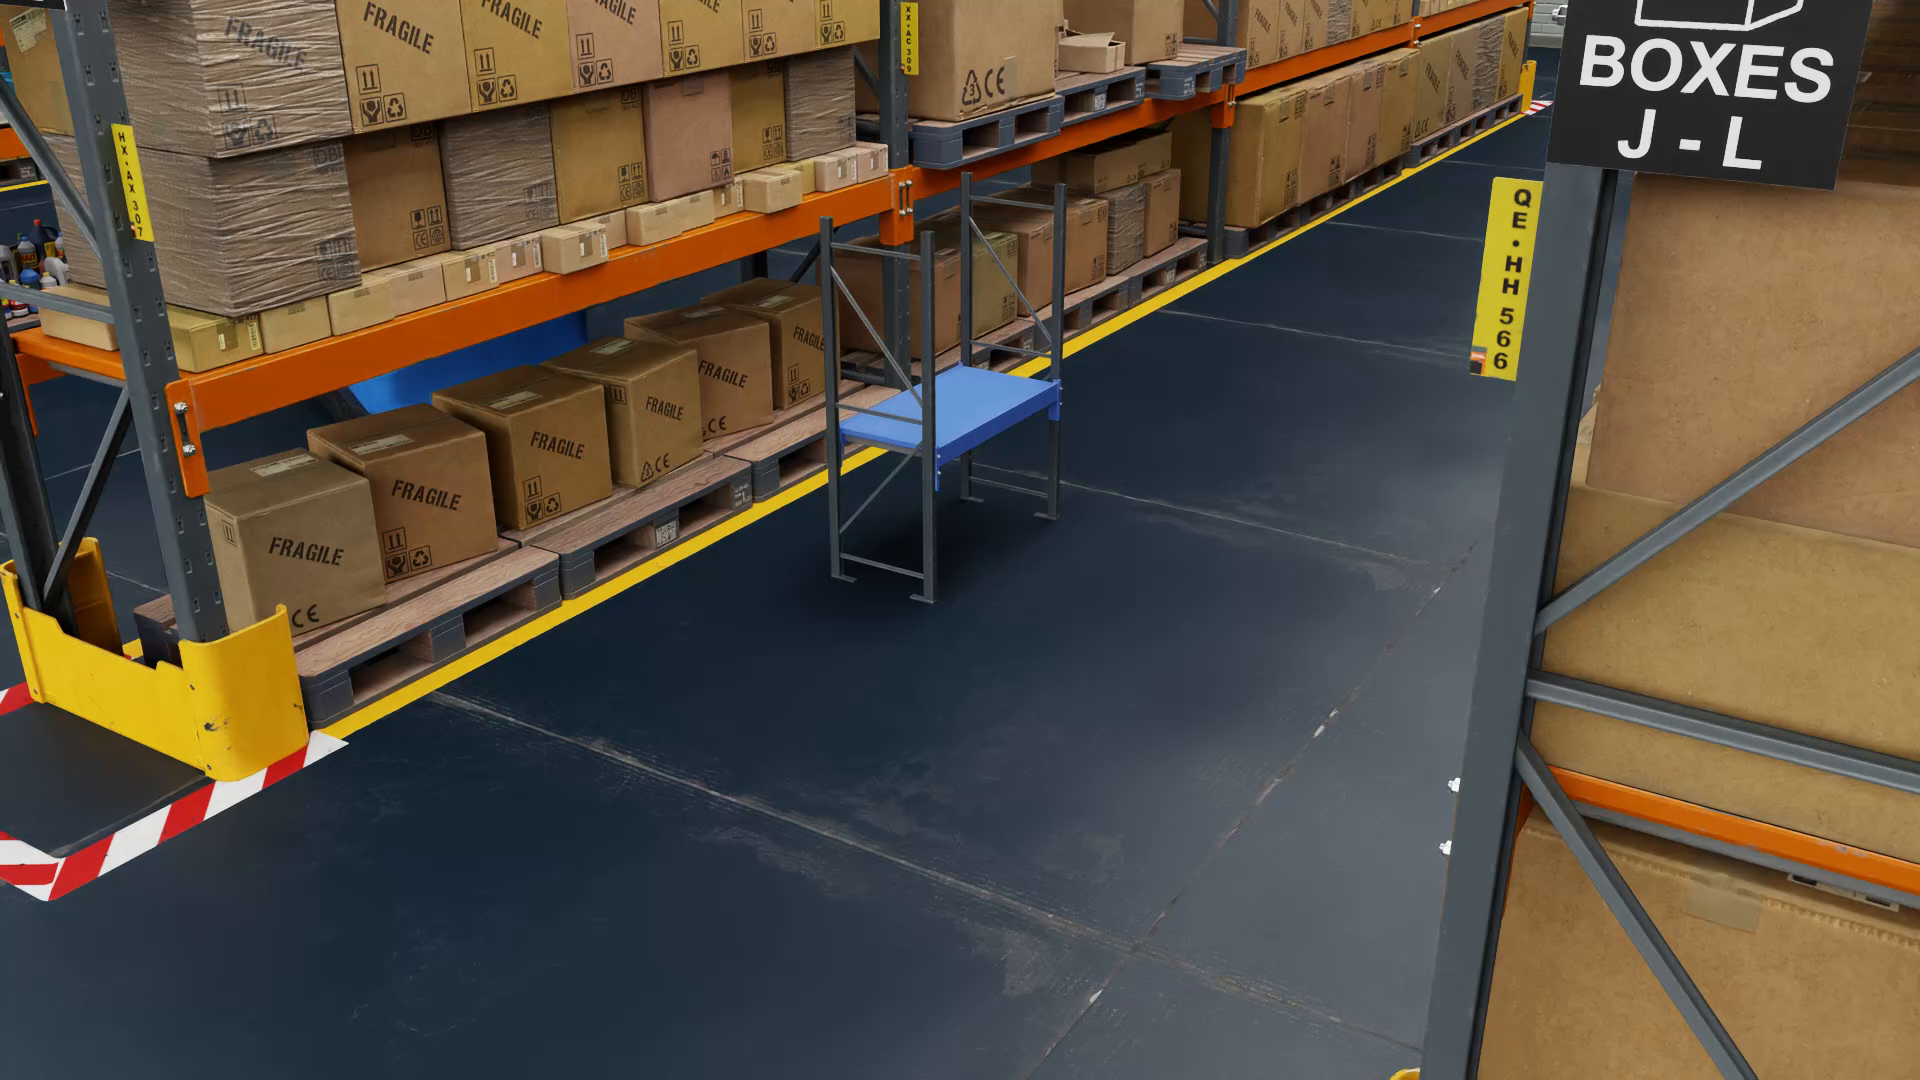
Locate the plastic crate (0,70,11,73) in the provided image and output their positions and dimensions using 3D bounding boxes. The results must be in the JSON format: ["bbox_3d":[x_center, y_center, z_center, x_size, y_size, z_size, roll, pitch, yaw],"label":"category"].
[{"bbox_3d":[-5.870,-2.624,9.802,0.450,0.188,0.662,14,27,29],"label":"plastic crate"}]

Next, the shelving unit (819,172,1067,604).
[{"bbox_3d":[-0.045,-0.659,6.886,0.538,1.500,1.048,14,27,29],"label":"shelving unit"}]

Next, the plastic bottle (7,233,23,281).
[{"bbox_3d":[-5.915,-1.779,10.449,0.061,0.283,0.133,15,28,31],"label":"plastic bottle"}]

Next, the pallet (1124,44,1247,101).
[{"bbox_3d":[1.118,-3.081,10.833,1.213,0.211,1.003,14,27,29],"label":"pallet"}]

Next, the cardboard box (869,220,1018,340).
[{"bbox_3d":[-0.097,-1.496,9.524,0.700,0.500,0.500,14,27,29],"label":"cardboard box"}]

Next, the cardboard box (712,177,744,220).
[{"bbox_3d":[-1.174,-1.514,7.287,0.380,0.149,0.250,14,27,29],"label":"cardboard box"}]

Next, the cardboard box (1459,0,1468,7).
[{"bbox_3d":[4.501,-5.050,15.456,0.380,0.149,0.250,13,27,28],"label":"cardboard box"}]

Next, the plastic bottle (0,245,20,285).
[{"bbox_3d":[-5.877,-1.657,10.176,0.152,0.276,0.135,14,27,29],"label":"plastic bottle"}]

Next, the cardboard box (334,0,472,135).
[{"bbox_3d":[-2.025,-1.669,5.571,0.500,0.500,0.500,14,27,29],"label":"cardboard box"}]

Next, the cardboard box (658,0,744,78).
[{"bbox_3d":[-1.237,-2.176,6.742,0.500,0.500,0.500,14,27,29],"label":"cardboard box"}]

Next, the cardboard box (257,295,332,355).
[{"bbox_3d":[-2.315,-0.743,5.507,0.380,0.149,0.250,14,27,29],"label":"cardboard box"}]

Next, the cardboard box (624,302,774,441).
[{"bbox_3d":[-1.247,-0.806,7.954,0.500,0.500,0.500,-18,29,-36],"label":"cardboard box"}]

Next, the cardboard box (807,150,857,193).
[{"bbox_3d":[-0.710,-1.750,7.833,0.380,0.149,0.250,14,27,29],"label":"cardboard box"}]

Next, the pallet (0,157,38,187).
[{"bbox_3d":[-8.765,-3.136,14.229,1.003,0.211,1.213,14,27,29],"label":"pallet"}]

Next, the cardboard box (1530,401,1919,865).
[{"bbox_3d":[1.501,0.138,2.967,0.875,0.550,0.550,14,27,29],"label":"cardboard box"}]

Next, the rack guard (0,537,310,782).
[{"bbox_3d":[-2.776,0.390,5.721,1.175,0.500,0.348,14,27,29],"label":"rack guard"}]

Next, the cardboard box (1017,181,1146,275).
[{"bbox_3d":[0.785,-2.067,10.841,0.700,0.500,0.500,11,26,25],"label":"cardboard box"}]

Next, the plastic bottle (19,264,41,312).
[{"bbox_3d":[-5.463,-1.484,9.783,0.097,0.271,0.097,0,23,0],"label":"plastic bottle"}]

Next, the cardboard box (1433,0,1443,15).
[{"bbox_3d":[4.091,-4.786,14.845,0.380,0.149,0.250,13,27,27],"label":"cardboard box"}]

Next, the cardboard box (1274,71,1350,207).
[{"bbox_3d":[2.262,-3.177,12.960,1.225,0.875,0.875,14,27,29],"label":"cardboard box"}]

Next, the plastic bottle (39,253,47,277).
[{"bbox_3d":[-5.461,-1.592,10.017,0.061,0.283,0.133,14,27,29],"label":"plastic bottle"}]

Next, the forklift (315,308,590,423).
[{"bbox_3d":[-2.947,-2.165,8.562,1.130,2.935,3.031,-13,27,-28],"label":"forklift"}]

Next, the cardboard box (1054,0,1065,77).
[{"bbox_3d":[0.129,-2.926,9.576,0.797,0.503,0.637,17,29,34],"label":"cardboard box"}]

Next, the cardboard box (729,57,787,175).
[{"bbox_3d":[-1.290,-1.964,7.511,0.875,0.500,0.500,14,27,29],"label":"cardboard box"}]

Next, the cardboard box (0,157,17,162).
[{"bbox_3d":[-8.426,-3.347,14.137,0.500,0.250,0.500,15,27,30],"label":"cardboard box"}]

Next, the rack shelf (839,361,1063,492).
[{"bbox_3d":[-0.045,-0.494,6.957,0.538,0.185,1.000,14,27,29],"label":"rack shelf"}]

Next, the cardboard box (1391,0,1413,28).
[{"bbox_3d":[3.499,-4.613,14.004,0.500,0.500,0.500,14,27,29],"label":"cardboard box"}]

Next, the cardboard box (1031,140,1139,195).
[{"bbox_3d":[0.804,-2.417,10.707,0.500,0.250,0.500,17,29,35],"label":"cardboard box"}]

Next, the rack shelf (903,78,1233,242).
[{"bbox_3d":[0.349,-2.427,9.986,1.077,0.370,4.000,14,27,29],"label":"rack shelf"}]

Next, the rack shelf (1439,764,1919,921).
[{"bbox_3d":[2.399,-0.003,4.387,1.077,0.370,4.000,14,27,29],"label":"rack shelf"}]

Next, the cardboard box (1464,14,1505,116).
[{"bbox_3d":[4.874,-4.810,16.731,0.875,0.875,0.875,14,27,29],"label":"cardboard box"}]

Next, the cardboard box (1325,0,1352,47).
[{"bbox_3d":[2.694,-4.101,12.823,0.500,0.500,0.500,14,27,29],"label":"cardboard box"}]

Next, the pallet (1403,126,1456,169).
[{"bbox_3d":[3.981,-3.743,15.630,1.003,0.211,1.213,14,27,29],"label":"pallet"}]

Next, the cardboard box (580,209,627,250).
[{"bbox_3d":[-1.571,-1.261,6.703,0.380,0.149,0.250,14,27,29],"label":"cardboard box"}]

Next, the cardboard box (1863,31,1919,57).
[{"bbox_3d":[2.364,-0.912,4.032,0.875,0.550,0.500,14,27,29],"label":"cardboard box"}]

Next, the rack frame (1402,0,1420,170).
[{"bbox_3d":[3.513,-4.782,14.521,1.000,3.000,0.127,14,27,29],"label":"rack frame"}]

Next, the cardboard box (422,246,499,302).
[{"bbox_3d":[-1.919,-0.996,6.091,0.380,0.149,0.250,14,27,29],"label":"cardboard box"}]

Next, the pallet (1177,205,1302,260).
[{"bbox_3d":[1.883,-2.403,12.534,1.003,0.211,1.213,14,27,29],"label":"pallet"}]

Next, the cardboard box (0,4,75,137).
[{"bbox_3d":[-2.736,-1.611,5.436,0.500,0.500,0.500,14,27,29],"label":"cardboard box"}]

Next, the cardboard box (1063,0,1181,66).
[{"bbox_3d":[0.943,-3.271,10.375,0.700,0.500,0.500,19,30,37],"label":"cardboard box"}]

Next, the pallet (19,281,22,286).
[{"bbox_3d":[-5.304,-1.622,10.732,1.003,0.211,1.213,14,27,29],"label":"pallet"}]

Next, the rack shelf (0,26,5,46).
[{"bbox_3d":[-8.066,-4.504,14.784,1.077,0.370,4.000,14,27,29],"label":"rack shelf"}]

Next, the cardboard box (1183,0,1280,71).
[{"bbox_3d":[1.891,-3.585,11.629,0.500,0.500,0.500,15,27,30],"label":"cardboard box"}]

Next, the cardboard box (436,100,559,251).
[{"bbox_3d":[-2.041,-1.448,6.318,0.875,0.500,0.500,14,27,29],"label":"cardboard box"}]

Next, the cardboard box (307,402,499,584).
[{"bbox_3d":[-2.187,-0.194,6.540,0.500,0.500,0.500,-20,31,-39],"label":"cardboard box"}]

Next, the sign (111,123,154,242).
[{"bbox_3d":[-2.355,-1.016,4.730,0.100,0.325,0.005,14,27,29],"label":"sign"}]

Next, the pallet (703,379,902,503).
[{"bbox_3d":[-1.031,-0.568,8.297,1.003,0.211,1.213,14,27,29],"label":"pallet"}]

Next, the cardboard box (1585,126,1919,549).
[{"bbox_3d":[1.573,-0.340,2.711,0.875,0.550,0.550,14,27,29],"label":"cardboard box"}]

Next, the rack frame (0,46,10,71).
[{"bbox_3d":[-11.221,-6.546,18.596,1.000,3.000,0.127,14,27,29],"label":"rack frame"}]

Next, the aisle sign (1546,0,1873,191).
[{"bbox_3d":[1.052,-0.890,2.259,0.394,0.787,0.004,14,27,29],"label":"aisle sign"}]
